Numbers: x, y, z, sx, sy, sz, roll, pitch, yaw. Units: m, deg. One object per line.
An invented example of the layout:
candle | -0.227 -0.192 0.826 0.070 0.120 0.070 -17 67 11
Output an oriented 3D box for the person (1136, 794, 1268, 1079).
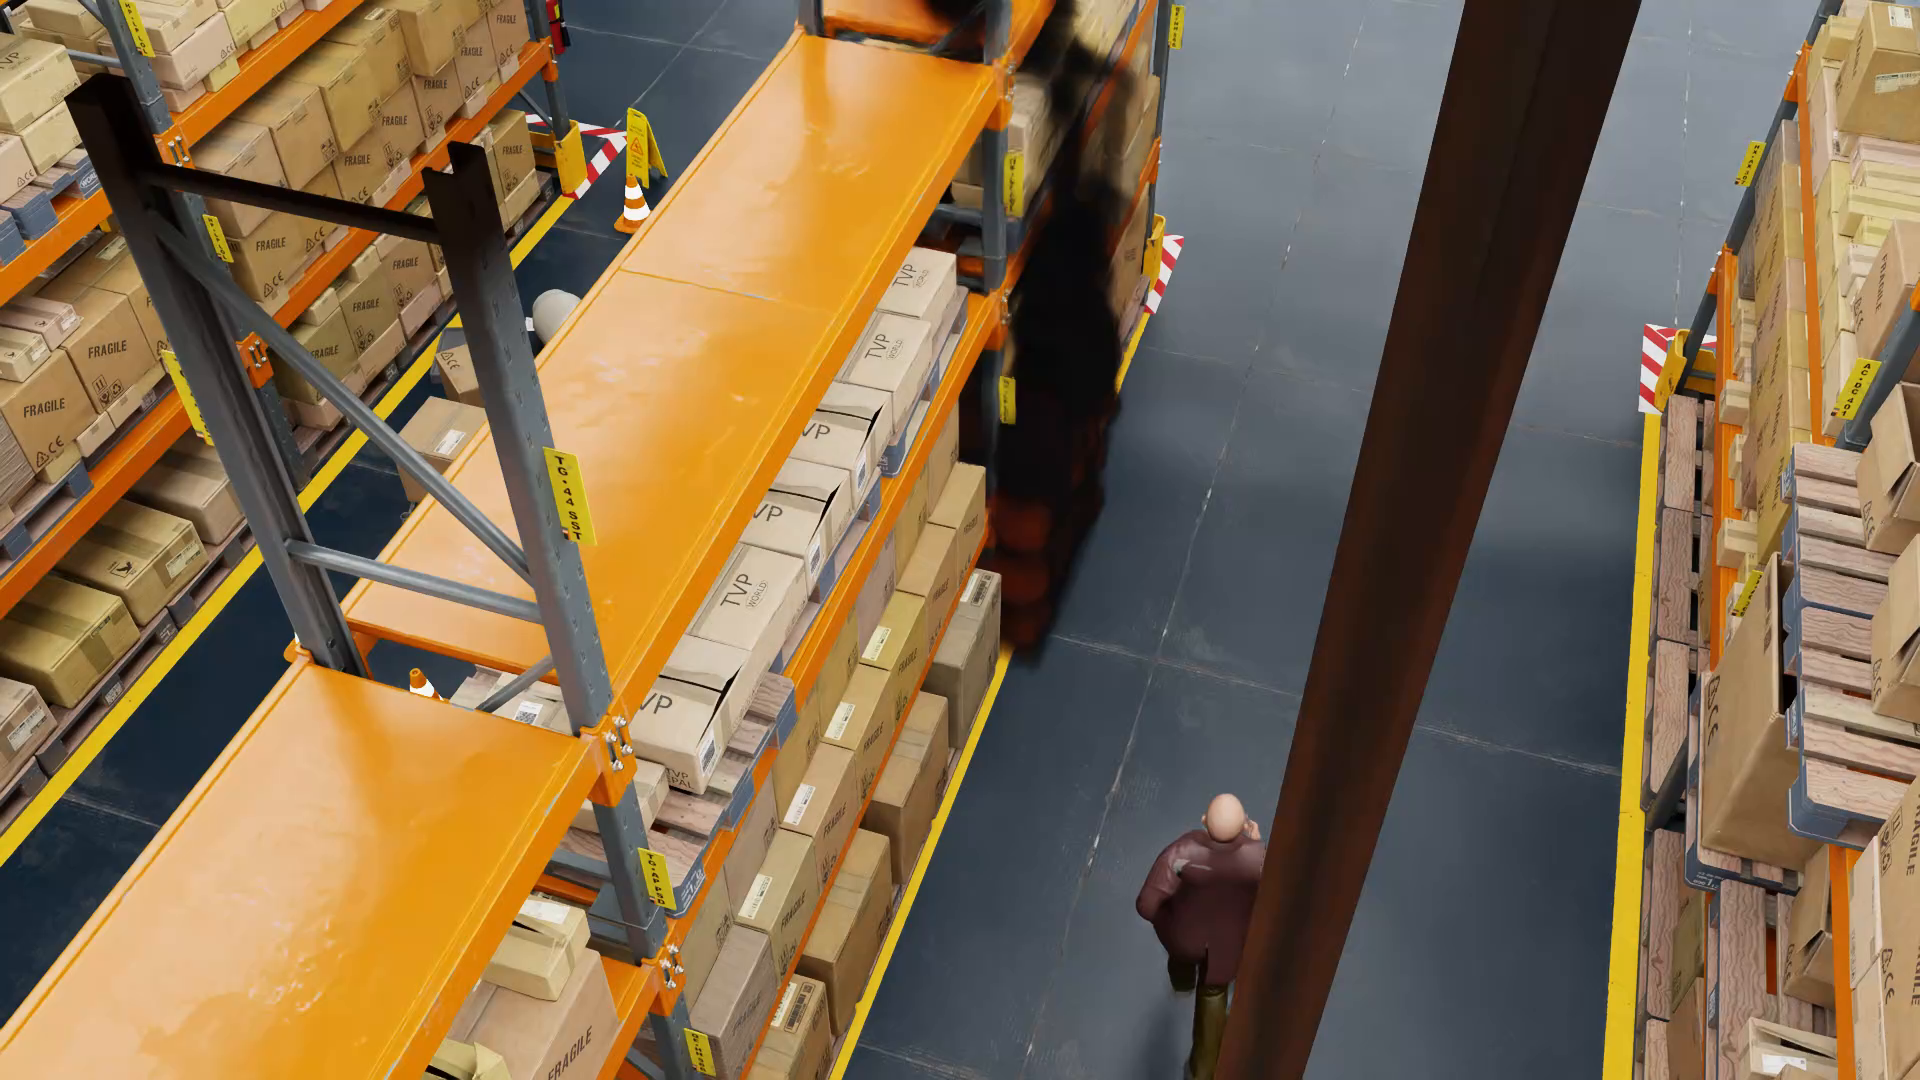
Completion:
person | 1.139 1.811 7.728 0.689 1.812 0.960 5 46 5
